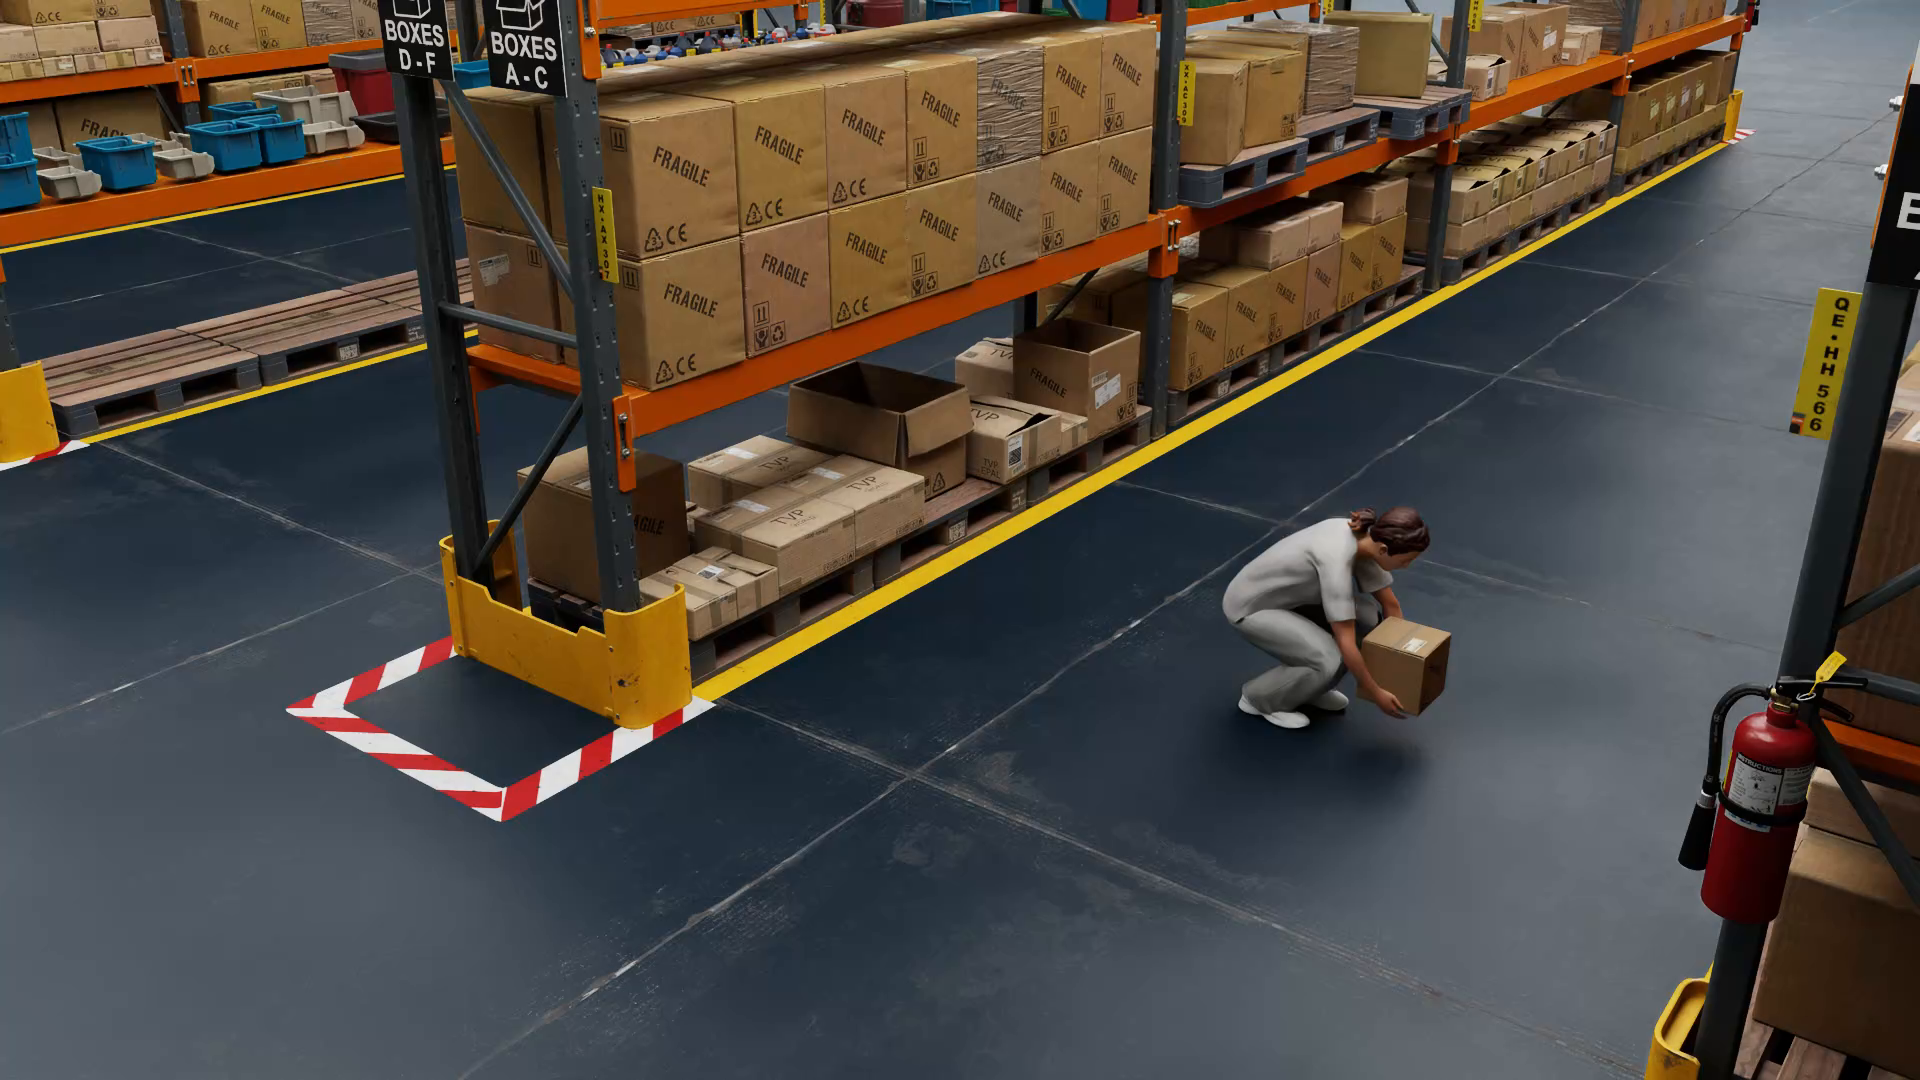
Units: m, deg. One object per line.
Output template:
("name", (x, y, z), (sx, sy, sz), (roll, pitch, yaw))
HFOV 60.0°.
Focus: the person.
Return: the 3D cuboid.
("person", (1.420, 0.266, 6.422), (0.796, 0.936, 0.492), (17, 29, 33))
